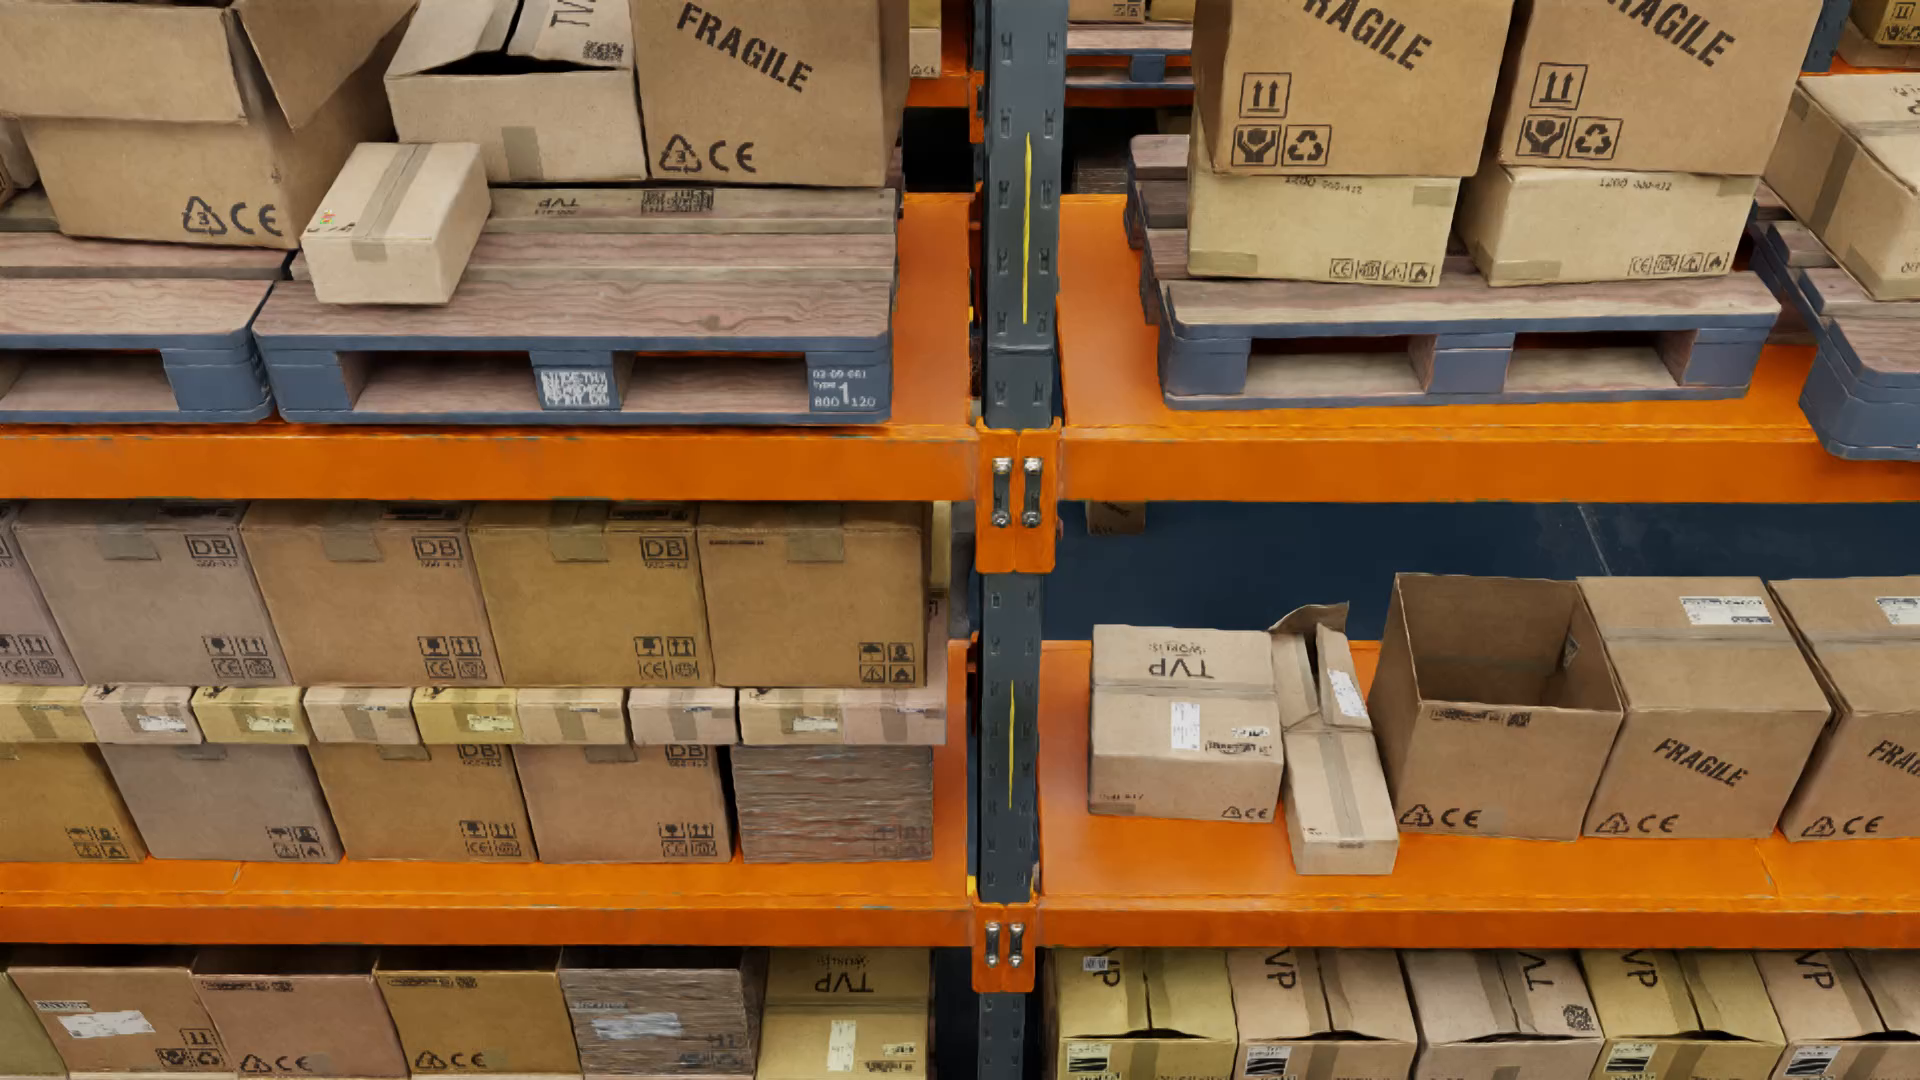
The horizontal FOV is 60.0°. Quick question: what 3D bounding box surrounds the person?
[{"bbox_3d":[0.097,-0.098,6.255,0.596,1.587,0.533,4,40,5],"label":"person"}]
